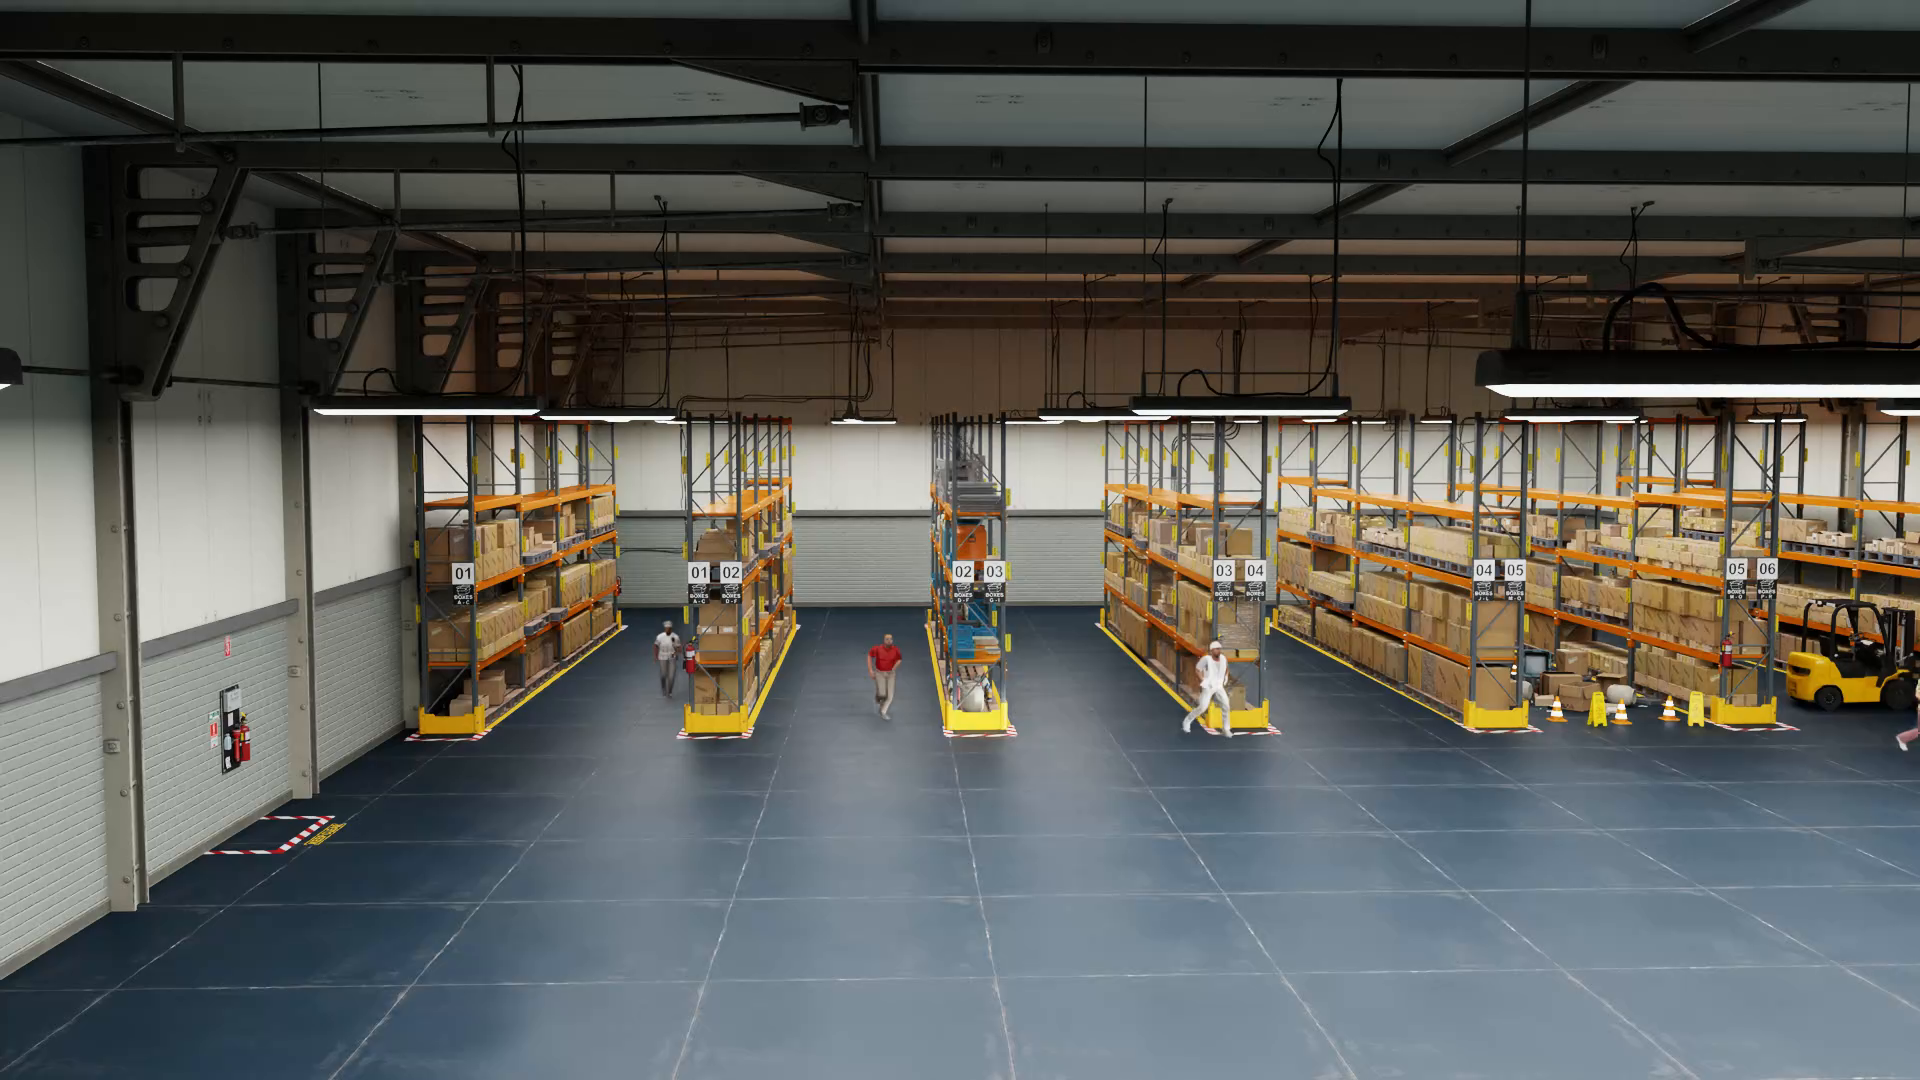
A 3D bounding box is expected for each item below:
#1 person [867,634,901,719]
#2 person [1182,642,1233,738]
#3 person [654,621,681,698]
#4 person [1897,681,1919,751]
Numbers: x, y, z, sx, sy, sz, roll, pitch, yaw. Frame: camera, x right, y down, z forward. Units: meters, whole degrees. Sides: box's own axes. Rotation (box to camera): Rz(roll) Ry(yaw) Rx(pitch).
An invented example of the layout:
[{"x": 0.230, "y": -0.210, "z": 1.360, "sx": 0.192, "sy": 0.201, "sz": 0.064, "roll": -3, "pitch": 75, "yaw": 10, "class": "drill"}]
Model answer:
[{"x": -1.455, "y": 2.672, "z": 32.585, "sx": 0.657, "sy": 1.681, "sz": 0.634, "roll": -1, "pitch": 4, "yaw": -17, "class": "person"}, {"x": 4.648, "y": 2.762, "z": 30.852, "sx": 0.911, "sy": 1.775, "sz": 0.764, "roll": -2, "pitch": 4, "yaw": -28, "class": "person"}, {"x": -6.144, "y": 2.515, "z": 34.938, "sx": 0.555, "sy": 1.647, "sz": 0.660, "roll": -1, "pitch": 4, "yaw": -12, "class": "person"}, {"x": 16.640, "y": 2.953, "z": 28.623, "sx": 0.588, "sy": 1.672, "sz": 0.910, "roll": -1, "pitch": 4, "yaw": -19, "class": "person"}]
